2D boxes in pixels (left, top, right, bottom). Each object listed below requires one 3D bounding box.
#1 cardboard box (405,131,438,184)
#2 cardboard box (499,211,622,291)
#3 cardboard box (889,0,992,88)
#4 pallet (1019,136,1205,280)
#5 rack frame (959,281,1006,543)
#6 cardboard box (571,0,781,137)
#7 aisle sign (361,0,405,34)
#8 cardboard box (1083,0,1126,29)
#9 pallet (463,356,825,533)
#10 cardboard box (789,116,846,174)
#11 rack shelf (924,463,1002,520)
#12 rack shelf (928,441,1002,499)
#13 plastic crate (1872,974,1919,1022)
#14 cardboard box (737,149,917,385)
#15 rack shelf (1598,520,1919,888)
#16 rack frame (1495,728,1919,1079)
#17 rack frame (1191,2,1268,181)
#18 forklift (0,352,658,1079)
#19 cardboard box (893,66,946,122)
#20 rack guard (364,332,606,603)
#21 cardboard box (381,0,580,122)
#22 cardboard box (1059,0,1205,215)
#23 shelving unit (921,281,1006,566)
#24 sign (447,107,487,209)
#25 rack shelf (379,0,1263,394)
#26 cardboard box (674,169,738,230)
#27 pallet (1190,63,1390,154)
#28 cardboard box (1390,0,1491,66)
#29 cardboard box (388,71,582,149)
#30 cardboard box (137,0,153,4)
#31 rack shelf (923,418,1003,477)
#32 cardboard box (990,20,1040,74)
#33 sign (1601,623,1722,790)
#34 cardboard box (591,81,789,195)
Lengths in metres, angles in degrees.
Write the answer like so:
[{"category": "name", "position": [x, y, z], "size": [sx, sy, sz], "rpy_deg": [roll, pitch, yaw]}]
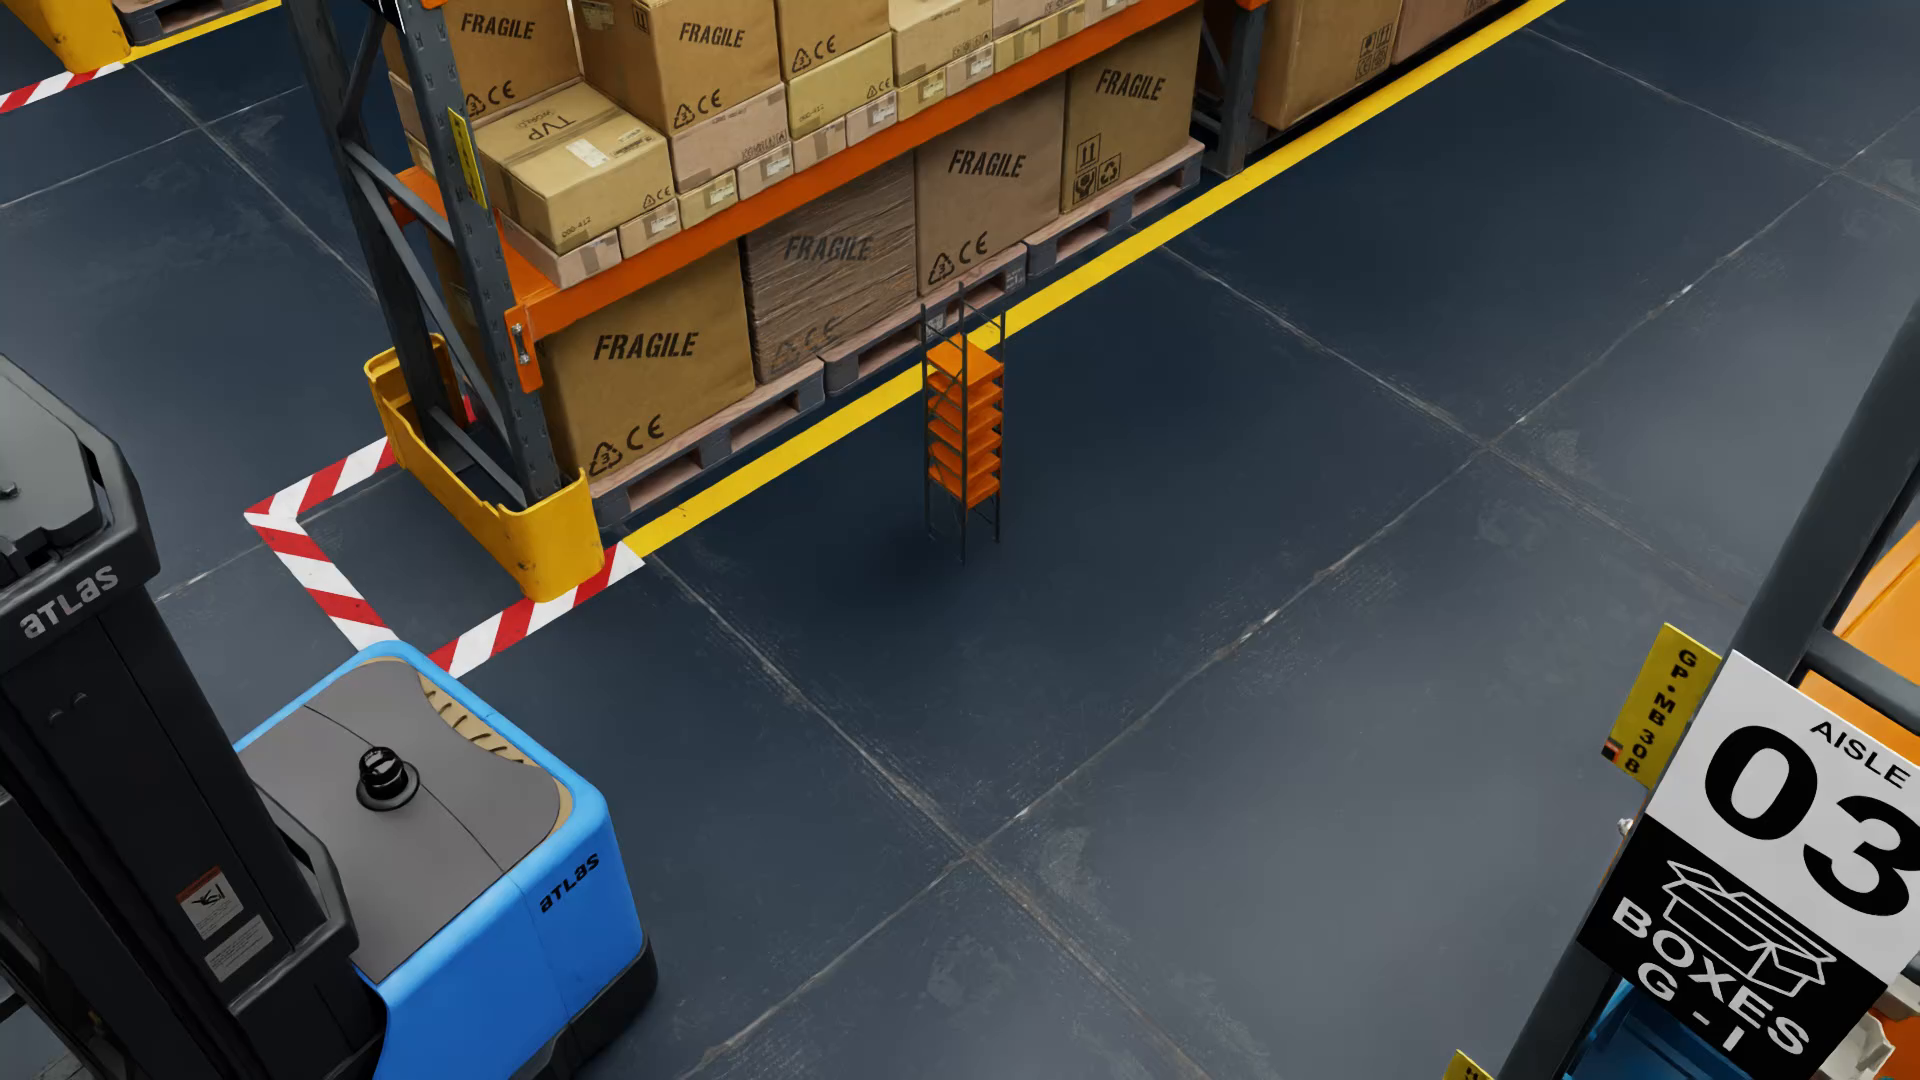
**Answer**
[{"category": "cardboard box", "position": [-1.854, -1.434, 6.203], "size": [0.250, 0.149, 0.380], "rpy_deg": [-33, 55, -27]}, {"category": "cardboard box", "position": [-1.411, -1.075, 5.872], "size": [0.250, 0.149, 0.380], "rpy_deg": [-33, 55, -27]}, {"category": "cardboard box", "position": [-0.222, -2.072, 6.521], "size": [0.500, 0.250, 0.500], "rpy_deg": [-35, 56, -28]}, {"category": "pallet", "position": [0.449, -1.863, 8.325], "size": [1.213, 0.211, 1.003], "rpy_deg": [-34, 56, -27]}, {"category": "rack frame", "position": [0.078, -0.459, 6.357], "size": [0.006, 1.200, 0.240], "rpy_deg": [-34, 56, -27]}, {"category": "cardboard box", "position": [-0.989, -1.806, 5.765], "size": [0.500, 0.500, 0.500], "rpy_deg": [-35, 56, -28]}, {"category": "aisle sign", "position": [-1.747, -1.847, 4.644], "size": [0.004, 0.787, 0.394], "rpy_deg": [-34, 56, -27]}, {"category": "cardboard box", "position": [0.488, -2.346, 7.045], "size": [0.250, 0.149, 0.380], "rpy_deg": [-33, 55, -27]}, {"category": "pallet", "position": [-1.357, -0.656, 7.212], "size": [1.213, 0.211, 1.003], "rpy_deg": [-34, 56, -27]}, {"category": "cardboard box", "position": [-0.652, -1.584, 6.342], "size": [0.250, 0.149, 0.380], "rpy_deg": [-35, 56, -28]}, {"category": "rack shelf", "position": [0.011, -0.221, 6.525], "size": [0.180, 0.103, 0.258], "rpy_deg": [-34, 56, -27]}, {"category": "rack shelf", "position": [0.011, -0.303, 6.436], "size": [0.180, 0.103, 0.258], "rpy_deg": [-34, 56, -27]}, {"category": "plastic crate", "position": [2.142, 0.961, 3.961], "size": [0.243, 0.136, 0.396], "rpy_deg": [-34, 56, -27]}, {"category": "cardboard box", "position": [-0.803, -1.396, 7.157], "size": [0.875, 0.875, 0.875], "rpy_deg": [-34, 56, -27]}, {"category": "rack shelf", "position": [2.916, -0.233, 3.372], "size": [4.000, 0.370, 1.077], "rpy_deg": [-34, 56, -27]}, {"category": "rack frame", "position": [1.436, 1.529, 3.298], "size": [0.127, 3.000, 1.000], "rpy_deg": [-34, 56, -27]}, {"category": "rack frame", "position": [1.064, -3.142, 7.608], "size": [0.127, 3.000, 1.000], "rpy_deg": [-34, 56, -27]}, {"category": "forklift", "position": [-2.291, 1.075, 3.764], "size": [1.130, 2.935, 3.031], "rpy_deg": [31, 54, 25]}, {"category": "cardboard box", "position": [-0.274, -1.836, 6.574], "size": [0.250, 0.149, 0.380], "rpy_deg": [-35, 56, -28]}, {"category": "rack guard", "position": [-1.914, -0.305, 6.691], "size": [0.348, 0.500, 1.175], "rpy_deg": [-34, 56, -27]}, {"category": "cardboard box", "position": [-1.712, -1.852, 5.807], "size": [0.500, 0.500, 0.500], "rpy_deg": [-33, 55, -27]}, {"category": "cardboard box", "position": [0.522, -2.281, 7.973], "size": [0.875, 0.875, 0.875], "rpy_deg": [-34, 56, -27]}, {"category": "shelving unit", "position": [0.011, -0.414, 6.316], "size": [0.189, 1.200, 0.258], "rpy_deg": [-34, 56, -27]}, {"category": "sign", "position": [-1.527, -1.180, 5.155], "size": [0.005, 0.325, 0.100], "rpy_deg": [-34, 56, -27]}, {"category": "rack shelf", "position": [-0.416, -1.909, 6.960], "size": [4.000, 0.370, 1.077], "rpy_deg": [-34, 56, -27]}, {"category": "cardboard box", "position": [-1.033, -1.329, 6.107], "size": [0.250, 0.149, 0.380], "rpy_deg": [-35, 56, -28]}, {"category": "pallet", "position": [1.584, -2.619, 9.023], "size": [1.213, 0.211, 1.003], "rpy_deg": [-34, 56, -27]}, {"category": "cardboard box", "position": [2.184, -3.333, 8.945], "size": [0.875, 0.875, 1.225], "rpy_deg": [-36, 57, -28]}, {"category": "cardboard box", "position": [-1.716, -1.598, 6.083], "size": [0.500, 0.250, 0.500], "rpy_deg": [-35, 56, -28]}, {"category": "cardboard box", "position": [-4.555, -3.172, 9.290], "size": [0.250, 0.149, 0.380], "rpy_deg": [-33, 55, -26]}, {"category": "rack shelf", "position": [0.011, -0.384, 6.348], "size": [0.180, 0.103, 0.258], "rpy_deg": [-34, 56, -27]}, {"category": "cardboard box", "position": [0.108, -2.092, 6.810], "size": [0.250, 0.149, 0.380], "rpy_deg": [-35, 56, -28]}, {"category": "sign", "position": [1.054, 0.256, 2.503], "size": [0.005, 0.325, 0.100], "rpy_deg": [-34, 56, -27]}, {"category": "cardboard box", "position": [-0.979, -1.565, 6.053], "size": [0.500, 0.250, 0.500], "rpy_deg": [-34, 56, -28]}]
